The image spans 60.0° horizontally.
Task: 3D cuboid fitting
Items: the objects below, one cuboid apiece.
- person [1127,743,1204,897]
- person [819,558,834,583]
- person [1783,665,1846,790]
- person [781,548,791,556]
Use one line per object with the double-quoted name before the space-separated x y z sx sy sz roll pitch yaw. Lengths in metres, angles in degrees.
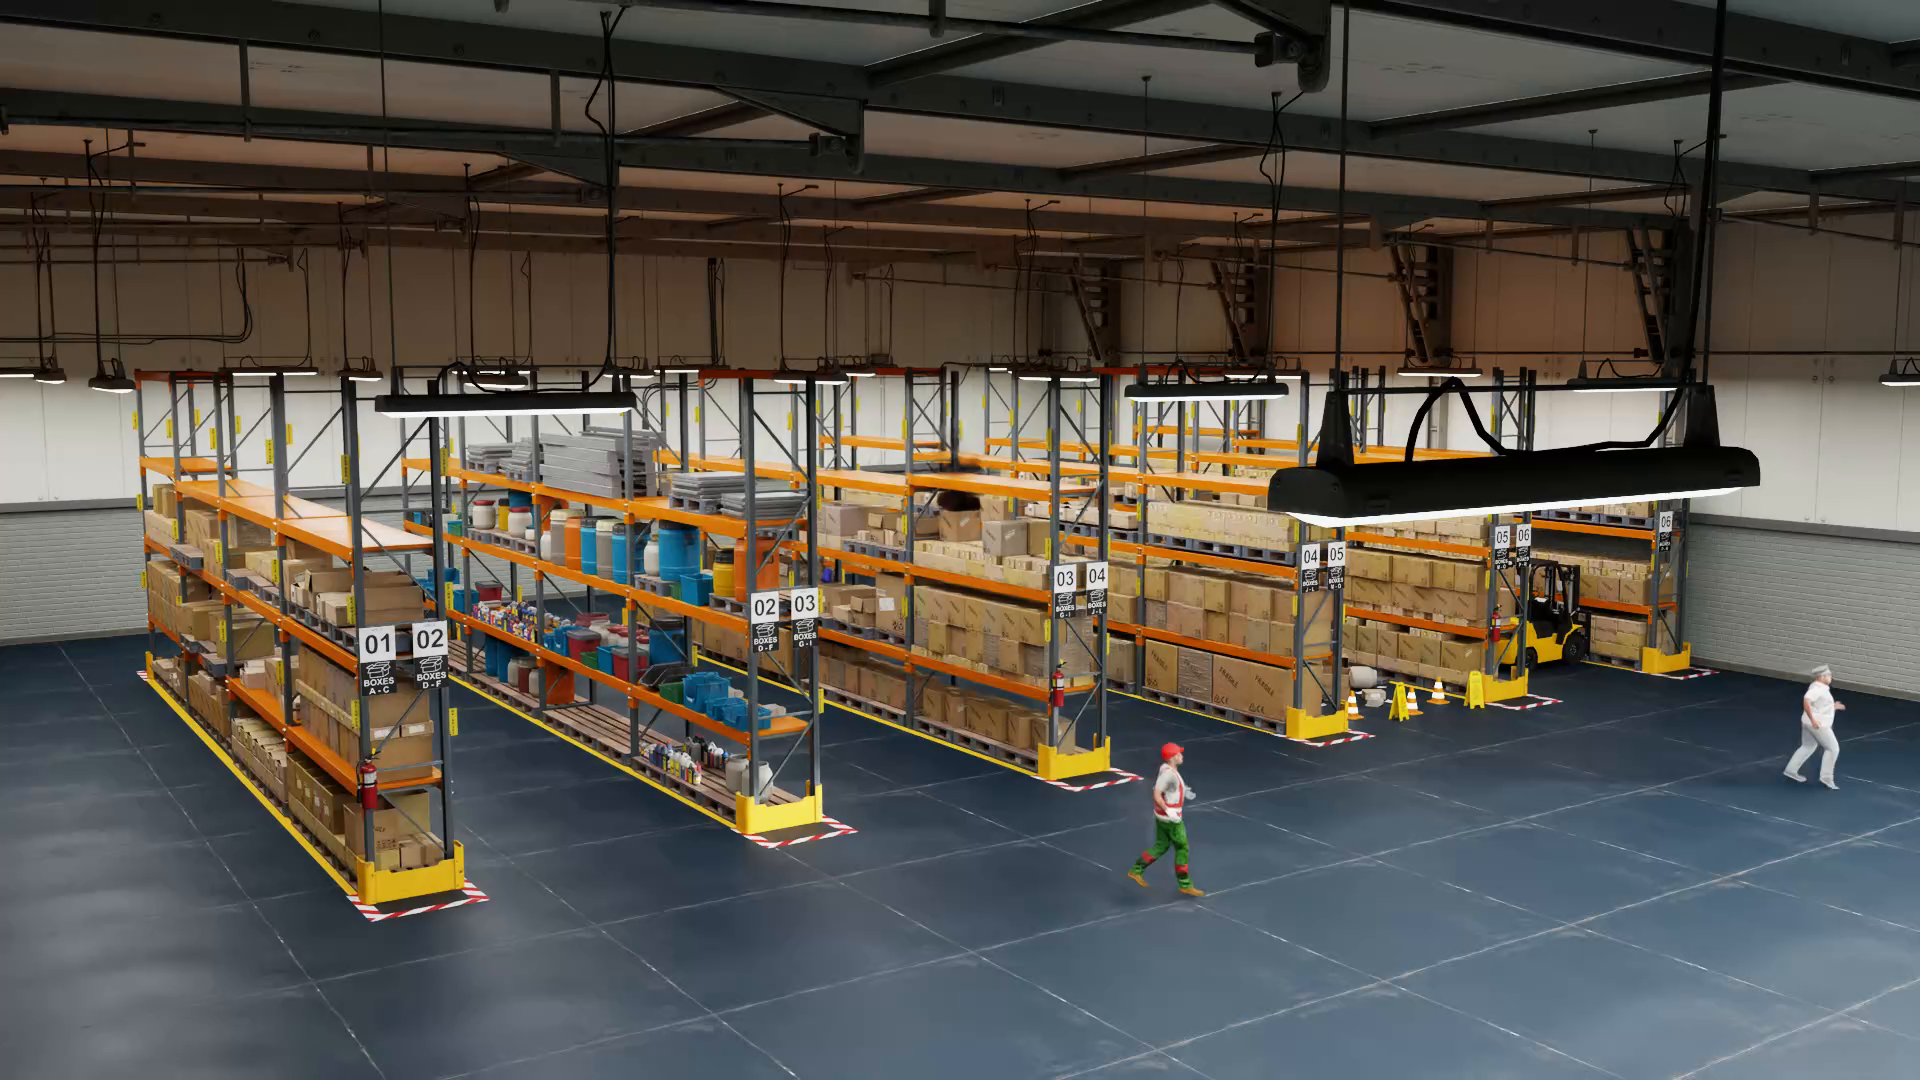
"person" 2.396 3.236 19.347 0.900 1.796 0.641 0 6 -2
"person" -3.114 1.329 37.945 0.588 1.513 0.875 -3 7 -27
"person" 12.510 2.729 24.307 0.802 1.853 0.643 1 7 10
"person" -4.295 0.895 40.984 0.673 1.683 0.642 5 8 36
